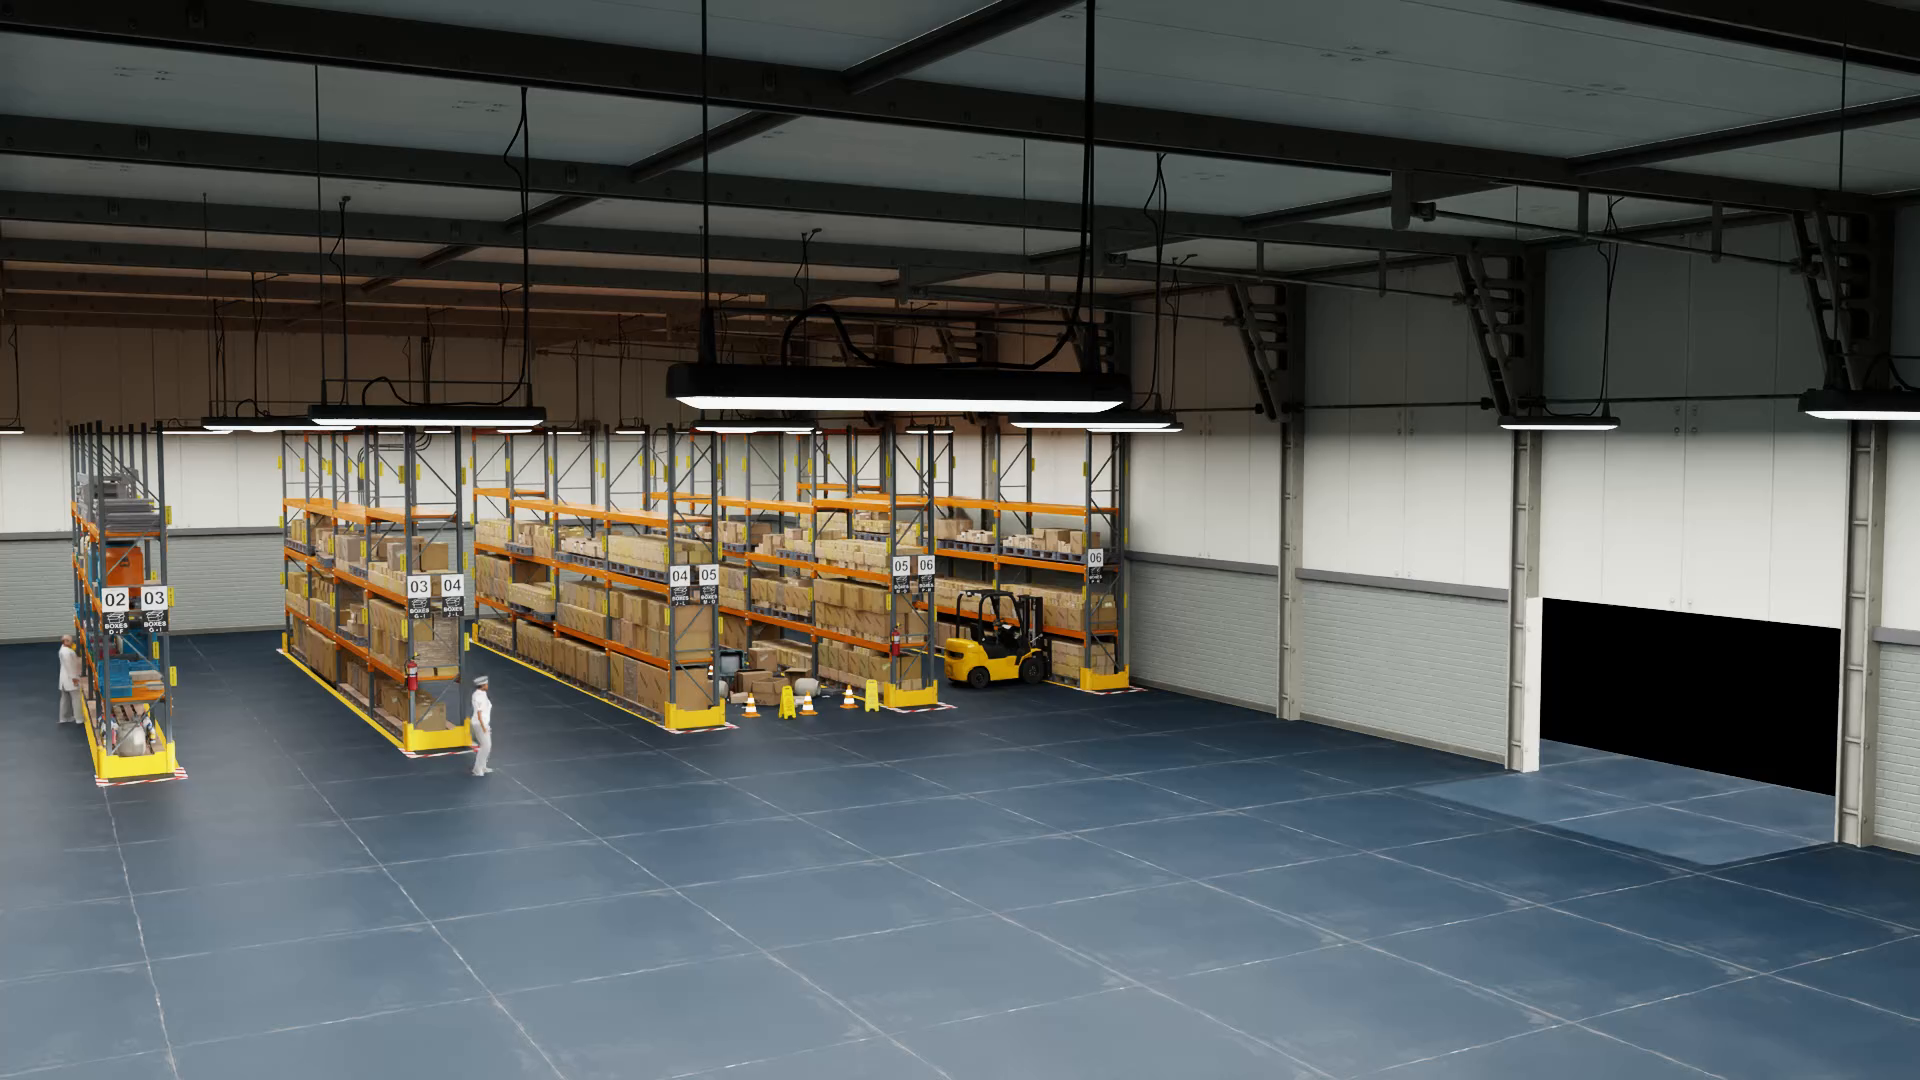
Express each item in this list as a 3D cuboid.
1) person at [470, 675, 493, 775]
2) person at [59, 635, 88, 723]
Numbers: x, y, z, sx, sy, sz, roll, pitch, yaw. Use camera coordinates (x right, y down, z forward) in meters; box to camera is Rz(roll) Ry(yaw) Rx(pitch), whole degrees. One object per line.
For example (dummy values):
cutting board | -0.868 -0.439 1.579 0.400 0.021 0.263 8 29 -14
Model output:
person | -8.159 3.189 28.364 0.360 1.746 0.502 0 4 -5
person | -17.729 2.771 33.235 0.638 1.774 0.481 3 5 39
